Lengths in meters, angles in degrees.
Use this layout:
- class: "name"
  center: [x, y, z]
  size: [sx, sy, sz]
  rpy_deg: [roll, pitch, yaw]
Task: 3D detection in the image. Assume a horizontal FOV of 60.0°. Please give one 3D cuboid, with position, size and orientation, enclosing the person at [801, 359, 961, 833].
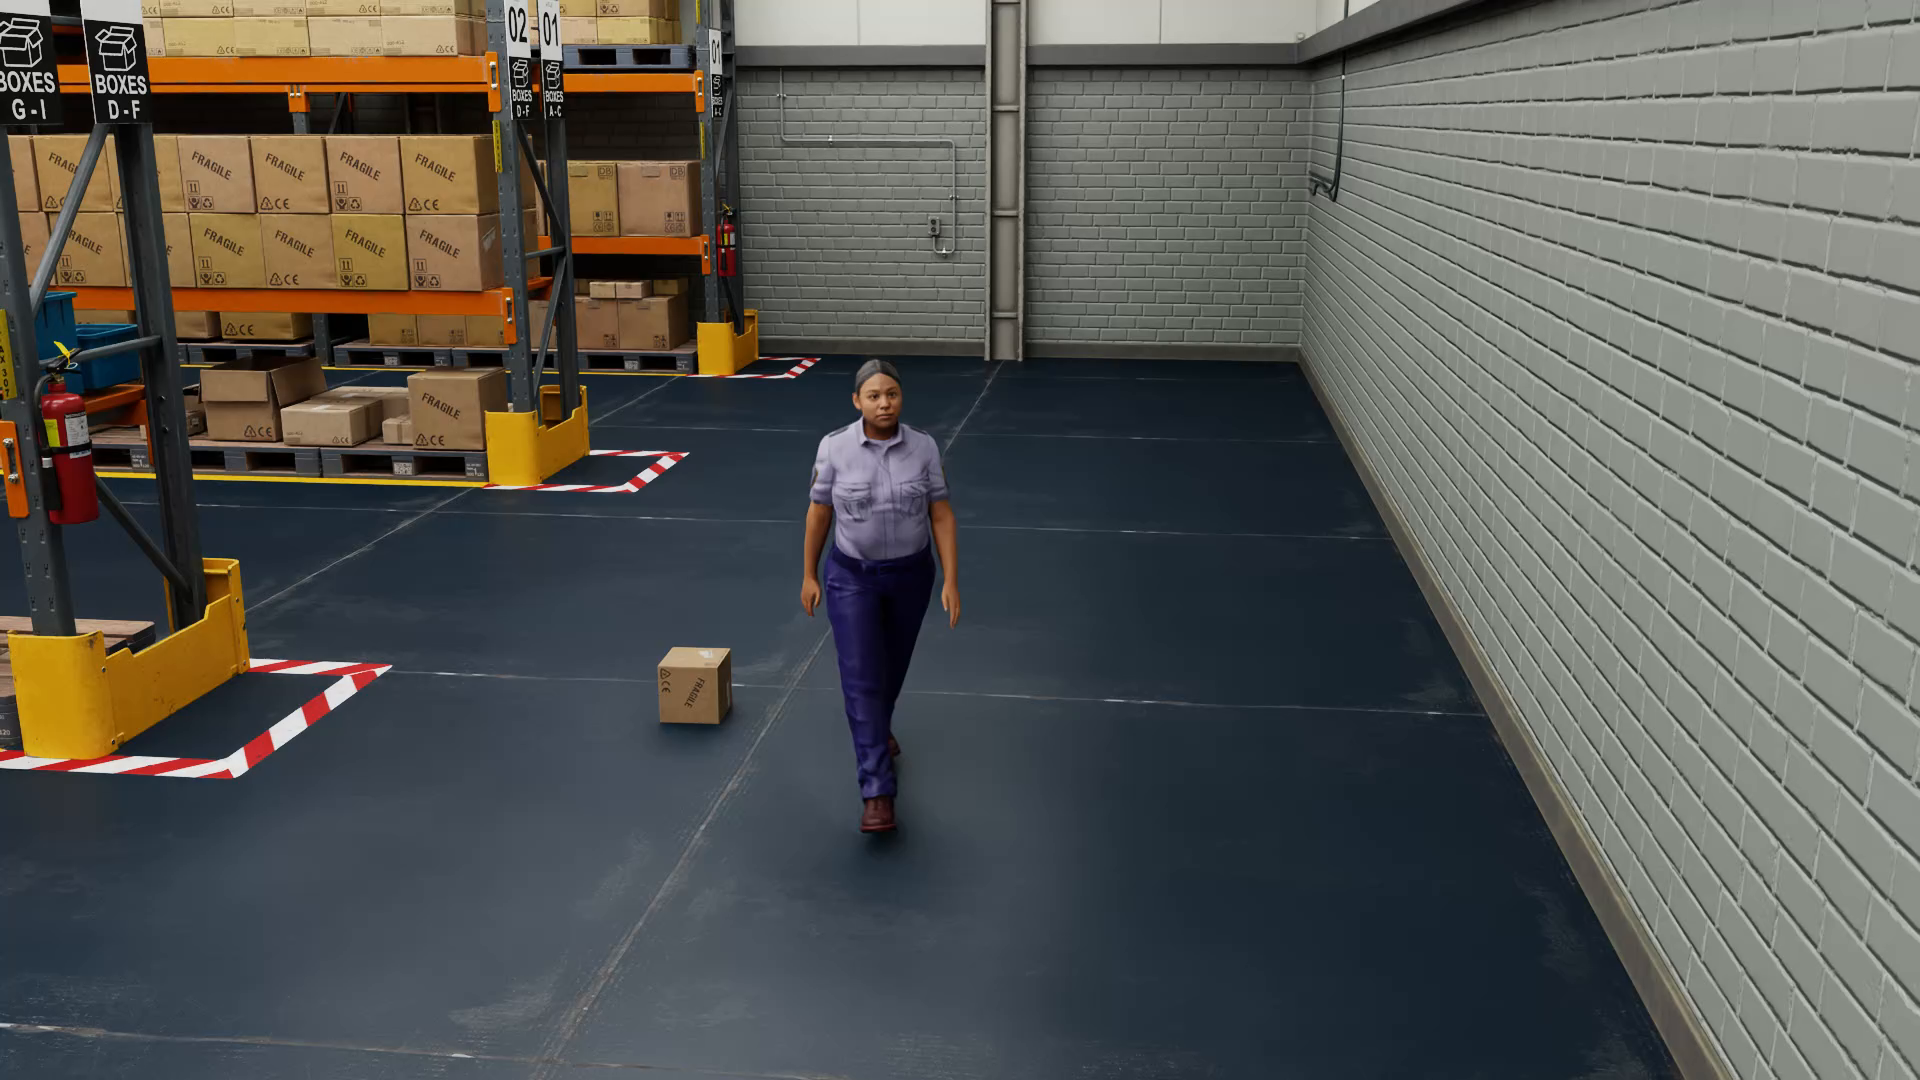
- class: "person"
  center: [-0.274, 0.148, 5.946]
  size: [0.521, 1.587, 1.020]
  rpy_deg: [-4, 15, -17]
